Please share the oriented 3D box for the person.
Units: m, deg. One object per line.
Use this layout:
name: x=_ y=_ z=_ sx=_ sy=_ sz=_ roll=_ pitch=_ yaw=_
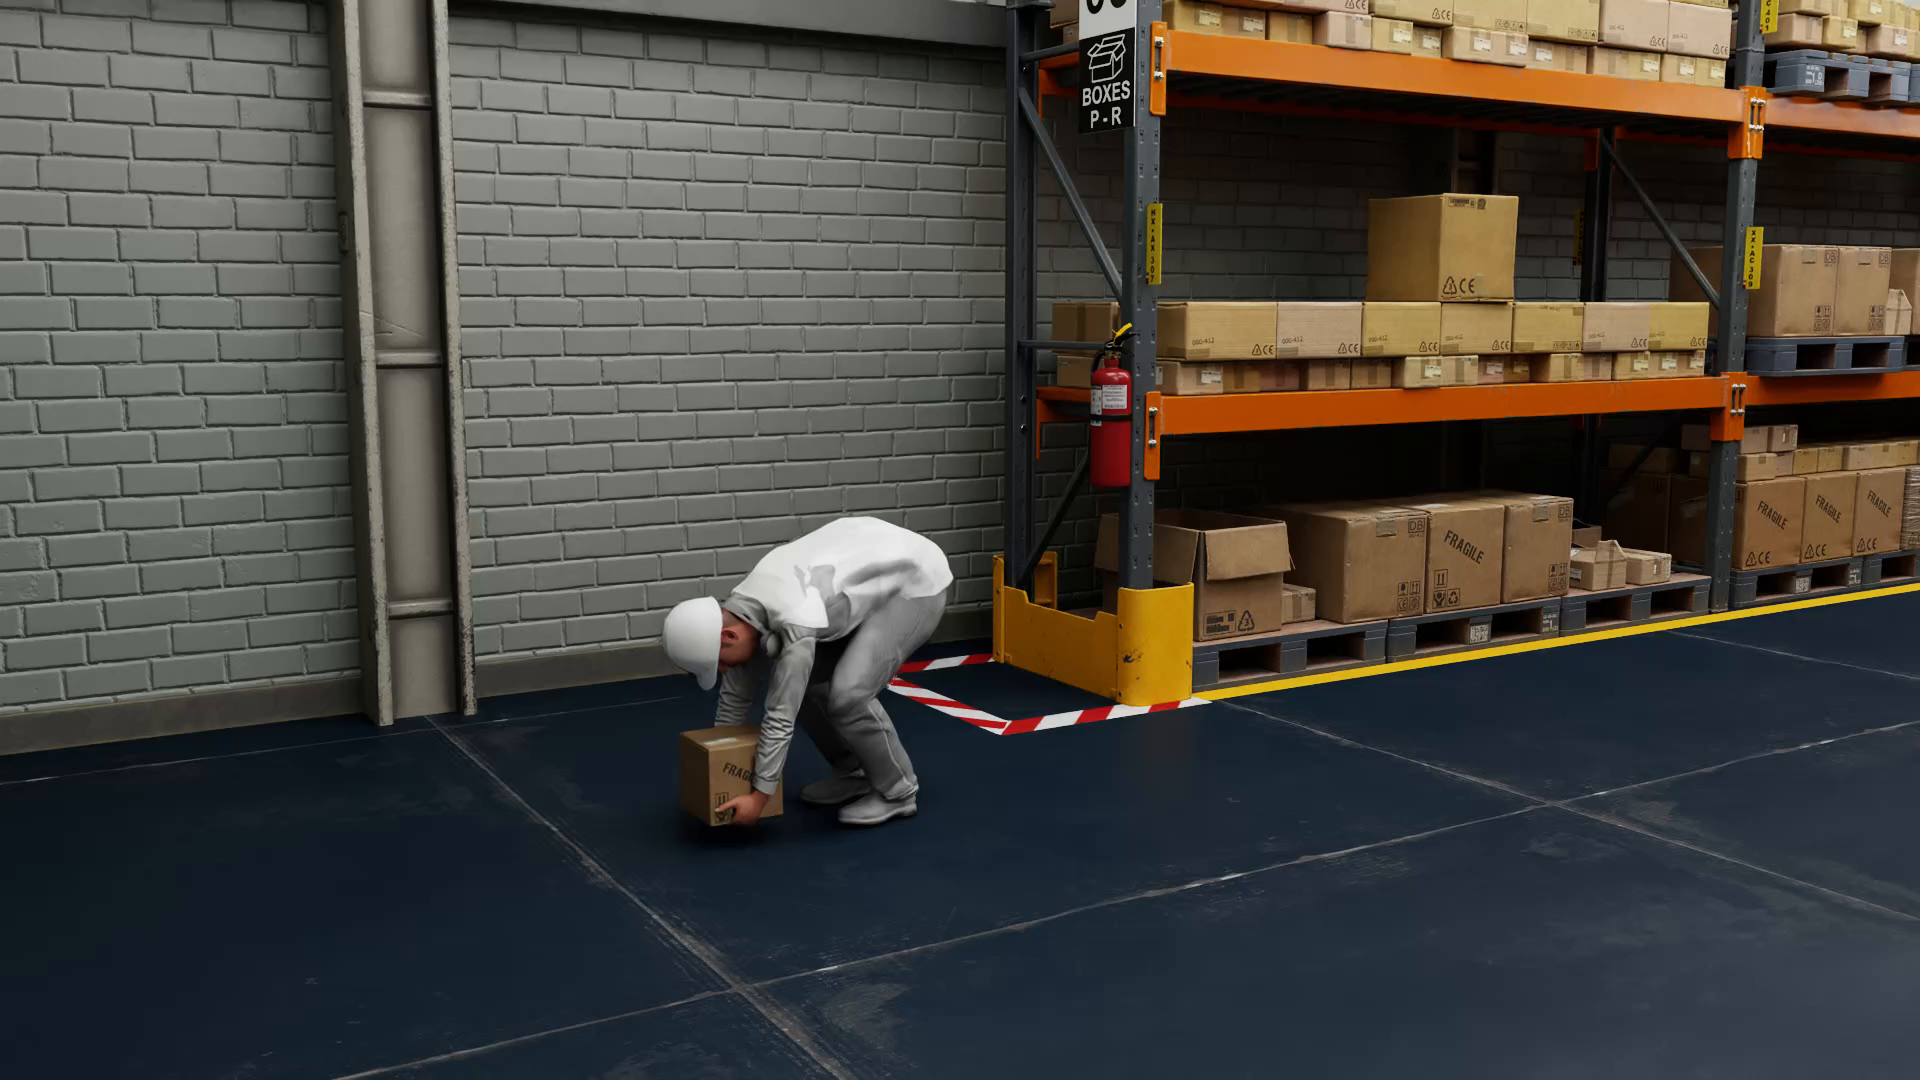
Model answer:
person: x=-0.498 y=0.436 z=5.444 sx=0.997 sy=0.988 sz=0.508 roll=-5 pitch=10 yaw=-34
